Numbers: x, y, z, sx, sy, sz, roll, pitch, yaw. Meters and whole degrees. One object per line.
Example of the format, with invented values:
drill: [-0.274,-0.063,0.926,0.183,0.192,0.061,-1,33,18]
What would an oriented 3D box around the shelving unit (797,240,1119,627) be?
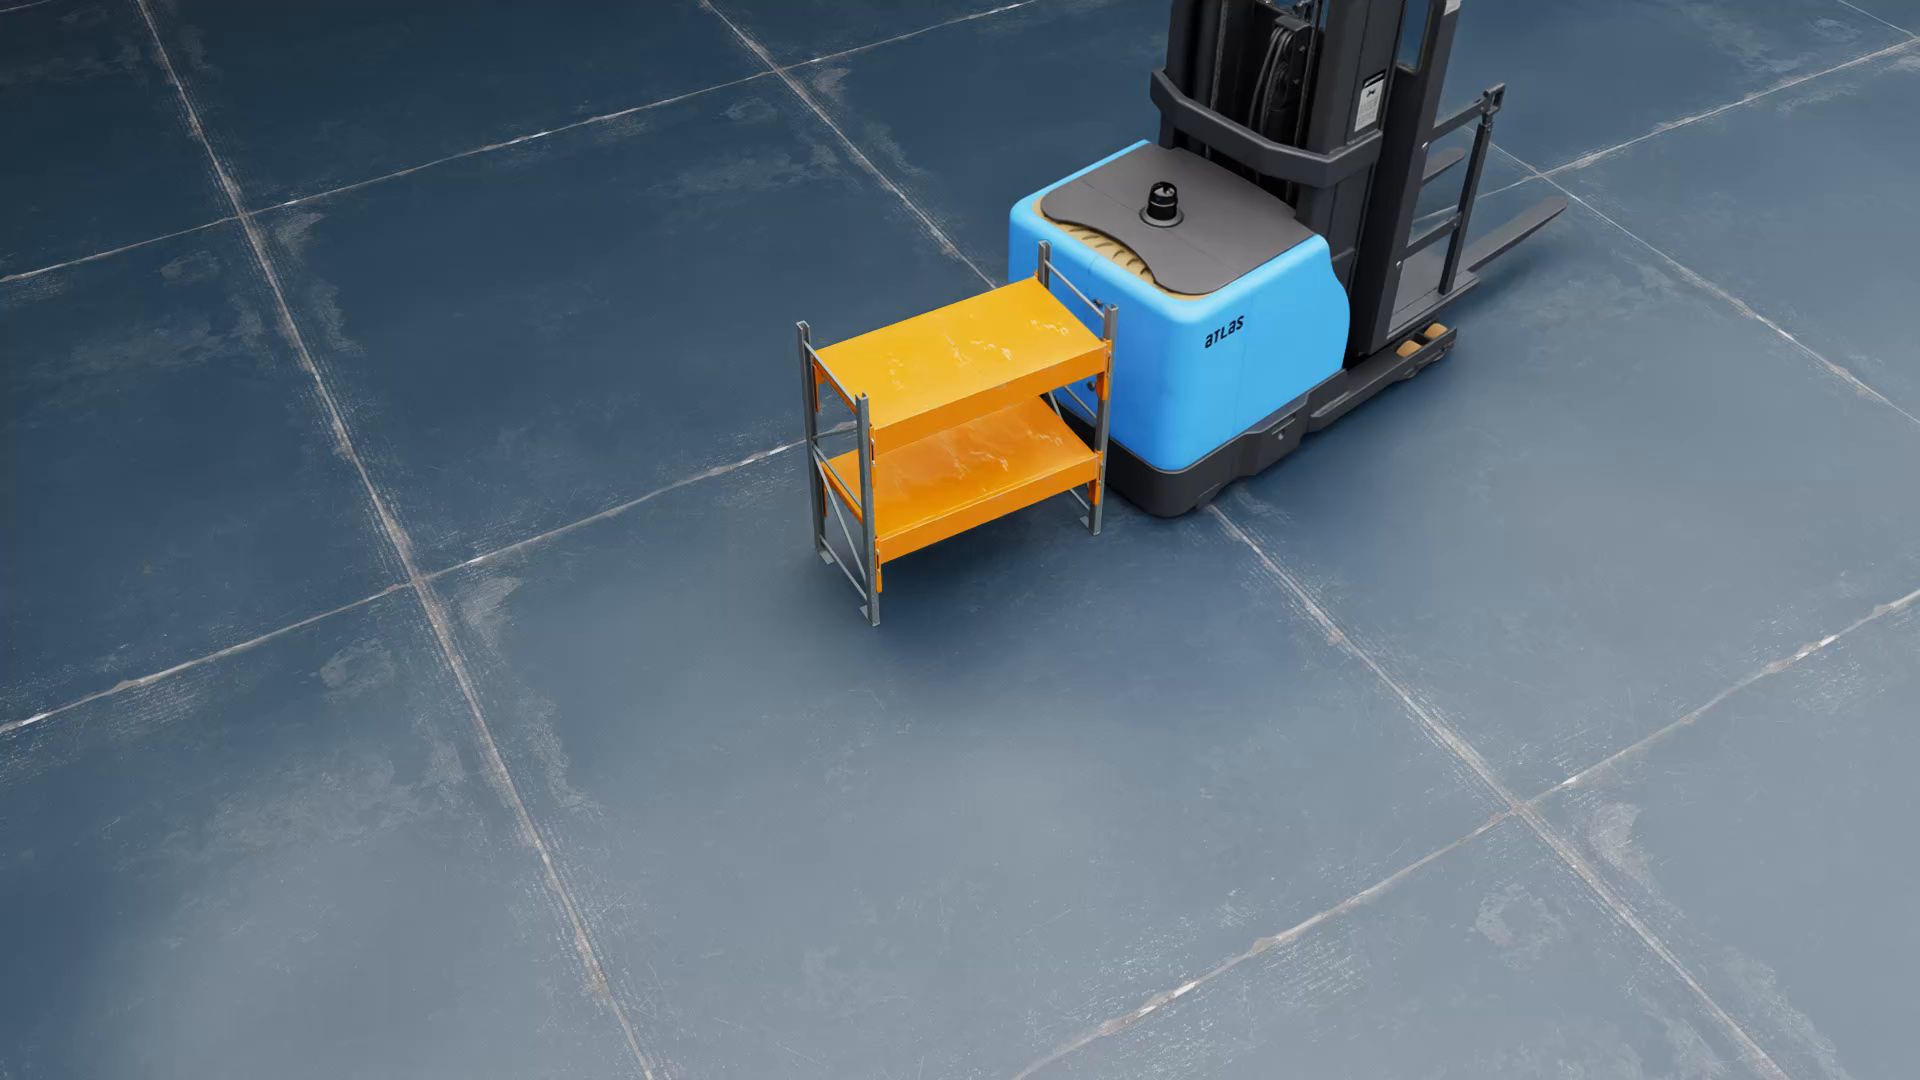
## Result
shelving unit: [-0.006,-0.401,6.356,1.048,1.125,0.538,-22,48,-21]

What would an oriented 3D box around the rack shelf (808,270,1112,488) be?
rack shelf: [-0.006,-0.611,6.152,1.000,0.278,0.538,-22,48,-21]

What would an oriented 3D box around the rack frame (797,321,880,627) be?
rack frame: [-0.447,-0.225,6.174,0.032,1.125,0.500,-22,48,-21]

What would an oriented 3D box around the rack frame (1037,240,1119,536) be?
rack frame: [0.435,-0.578,6.538,0.032,1.125,0.500,-22,48,-21]

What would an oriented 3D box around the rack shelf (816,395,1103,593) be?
rack shelf: [-0.006,-0.226,6.526,1.000,0.278,0.538,-22,48,-21]

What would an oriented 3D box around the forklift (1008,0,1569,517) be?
forklift: [1.623,-2.031,6.738,3.031,2.935,1.130,-31,52,-28]
